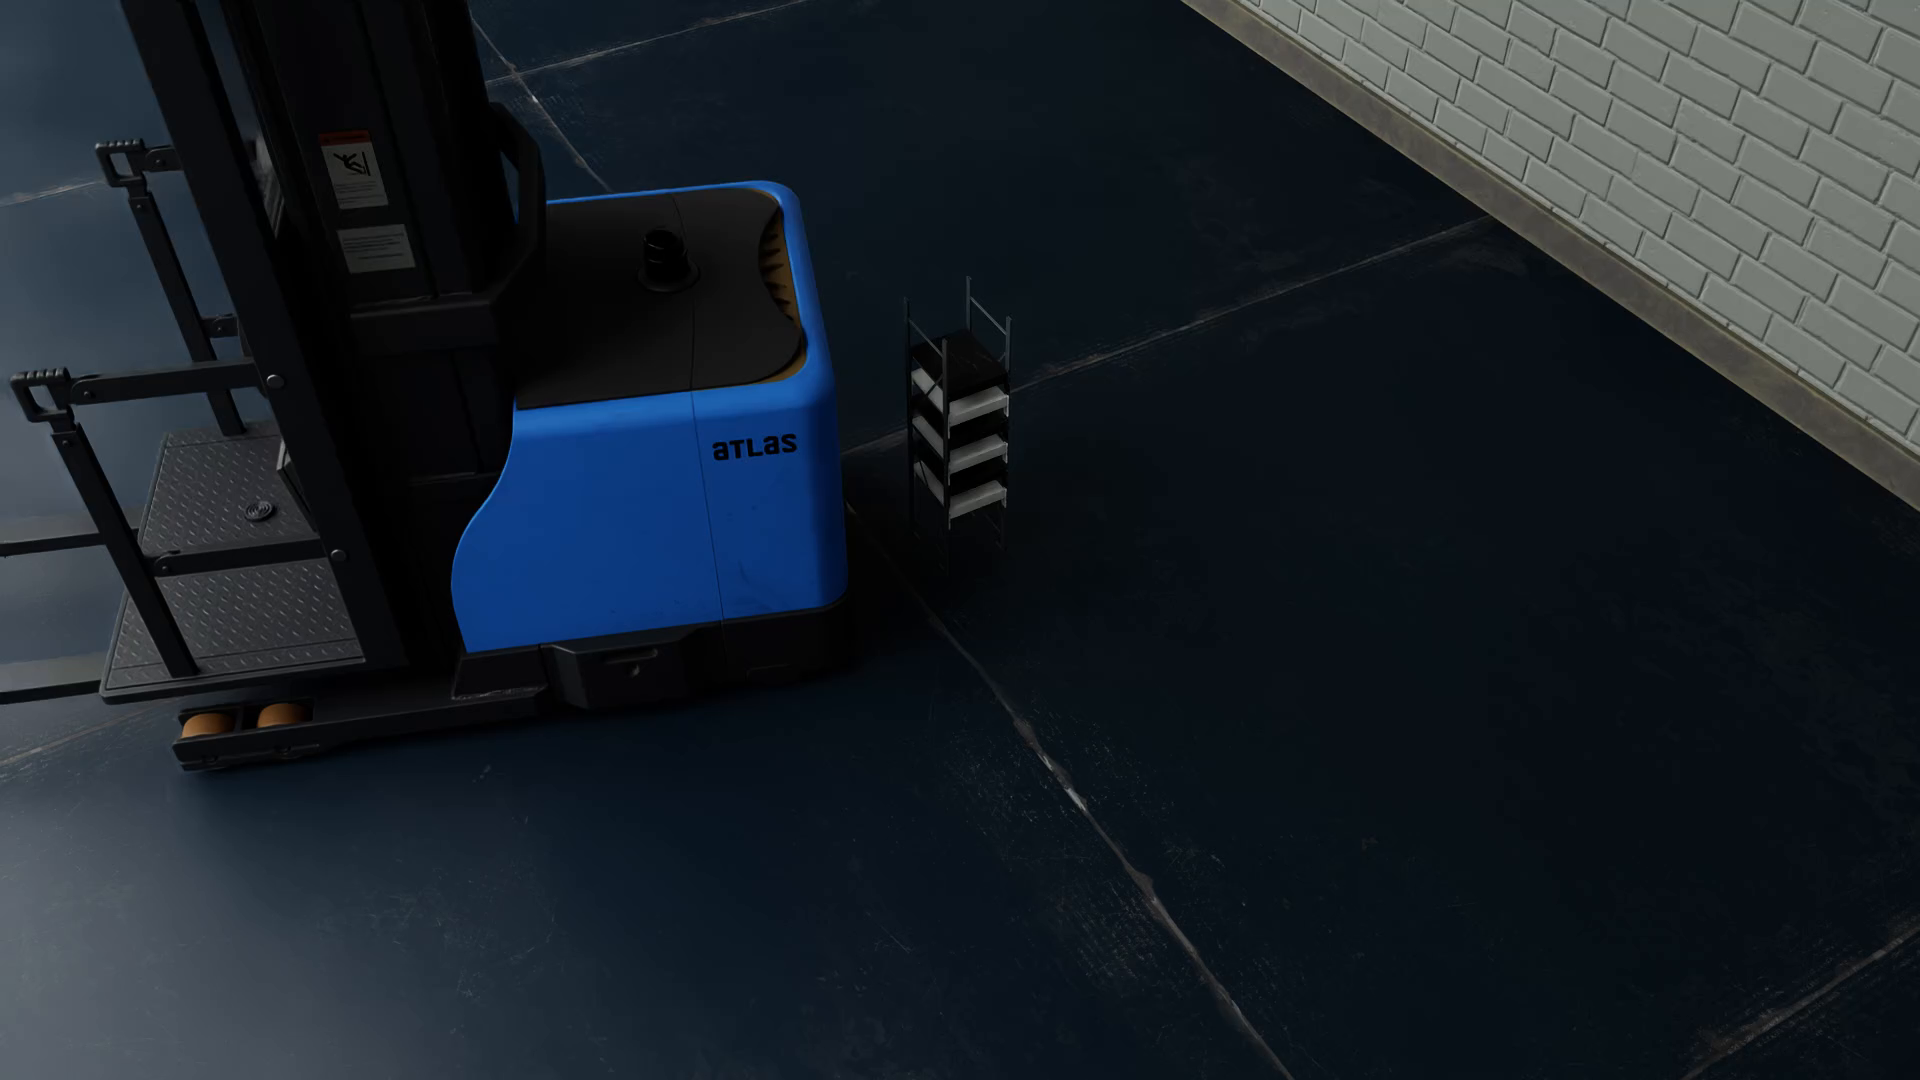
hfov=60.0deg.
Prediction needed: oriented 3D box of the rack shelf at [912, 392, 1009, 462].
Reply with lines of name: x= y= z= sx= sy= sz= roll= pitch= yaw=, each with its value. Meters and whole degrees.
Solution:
rack shelf: x=-0.007 y=-0.361 z=4.894 sx=0.200 sy=0.077 sz=0.258 roll=-22 pitch=48 yaw=-21

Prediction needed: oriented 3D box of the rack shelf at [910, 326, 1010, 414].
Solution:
rack shelf: x=-0.007 y=-0.490 z=4.769 sx=0.200 sy=0.077 sz=0.258 roll=-22 pitch=48 yaw=-21

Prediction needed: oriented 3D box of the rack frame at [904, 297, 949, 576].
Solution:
rack frame: x=-0.095 y=-0.285 z=4.897 sx=0.006 sy=0.900 sz=0.240 roll=-22 pitch=48 yaw=-21

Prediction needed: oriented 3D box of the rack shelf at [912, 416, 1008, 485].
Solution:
rack shelf: x=-0.007 y=-0.296 z=4.957 sx=0.200 sy=0.077 sz=0.258 roll=-22 pitch=48 yaw=-21

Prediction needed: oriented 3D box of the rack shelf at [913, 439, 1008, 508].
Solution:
rack shelf: x=-0.007 y=-0.232 z=5.020 sx=0.200 sy=0.077 sz=0.258 roll=-22 pitch=48 yaw=-21

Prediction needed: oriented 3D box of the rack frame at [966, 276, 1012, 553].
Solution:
rack frame: x=0.081 y=-0.355 z=4.970 sx=0.006 sy=0.900 sz=0.240 roll=-22 pitch=48 yaw=-21

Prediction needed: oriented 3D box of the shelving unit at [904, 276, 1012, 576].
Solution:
shelving unit: x=-0.007 y=-0.320 z=4.934 sx=0.210 sy=0.900 sz=0.258 roll=-22 pitch=48 yaw=-21

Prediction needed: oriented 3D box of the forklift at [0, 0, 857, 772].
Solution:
forklift: x=-1.867 y=-0.817 z=3.988 sx=3.031 sy=2.935 sz=1.130 roll=-7 pitch=45 yaw=-7

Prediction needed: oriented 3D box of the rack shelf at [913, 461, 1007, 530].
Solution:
rack shelf: x=-0.007 y=-0.167 z=5.082 sx=0.200 sy=0.077 sz=0.258 roll=-22 pitch=48 yaw=-21

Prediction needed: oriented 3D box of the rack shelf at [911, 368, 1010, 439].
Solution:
rack shelf: x=-0.007 y=-0.425 z=4.832 sx=0.200 sy=0.077 sz=0.258 roll=-22 pitch=48 yaw=-21
